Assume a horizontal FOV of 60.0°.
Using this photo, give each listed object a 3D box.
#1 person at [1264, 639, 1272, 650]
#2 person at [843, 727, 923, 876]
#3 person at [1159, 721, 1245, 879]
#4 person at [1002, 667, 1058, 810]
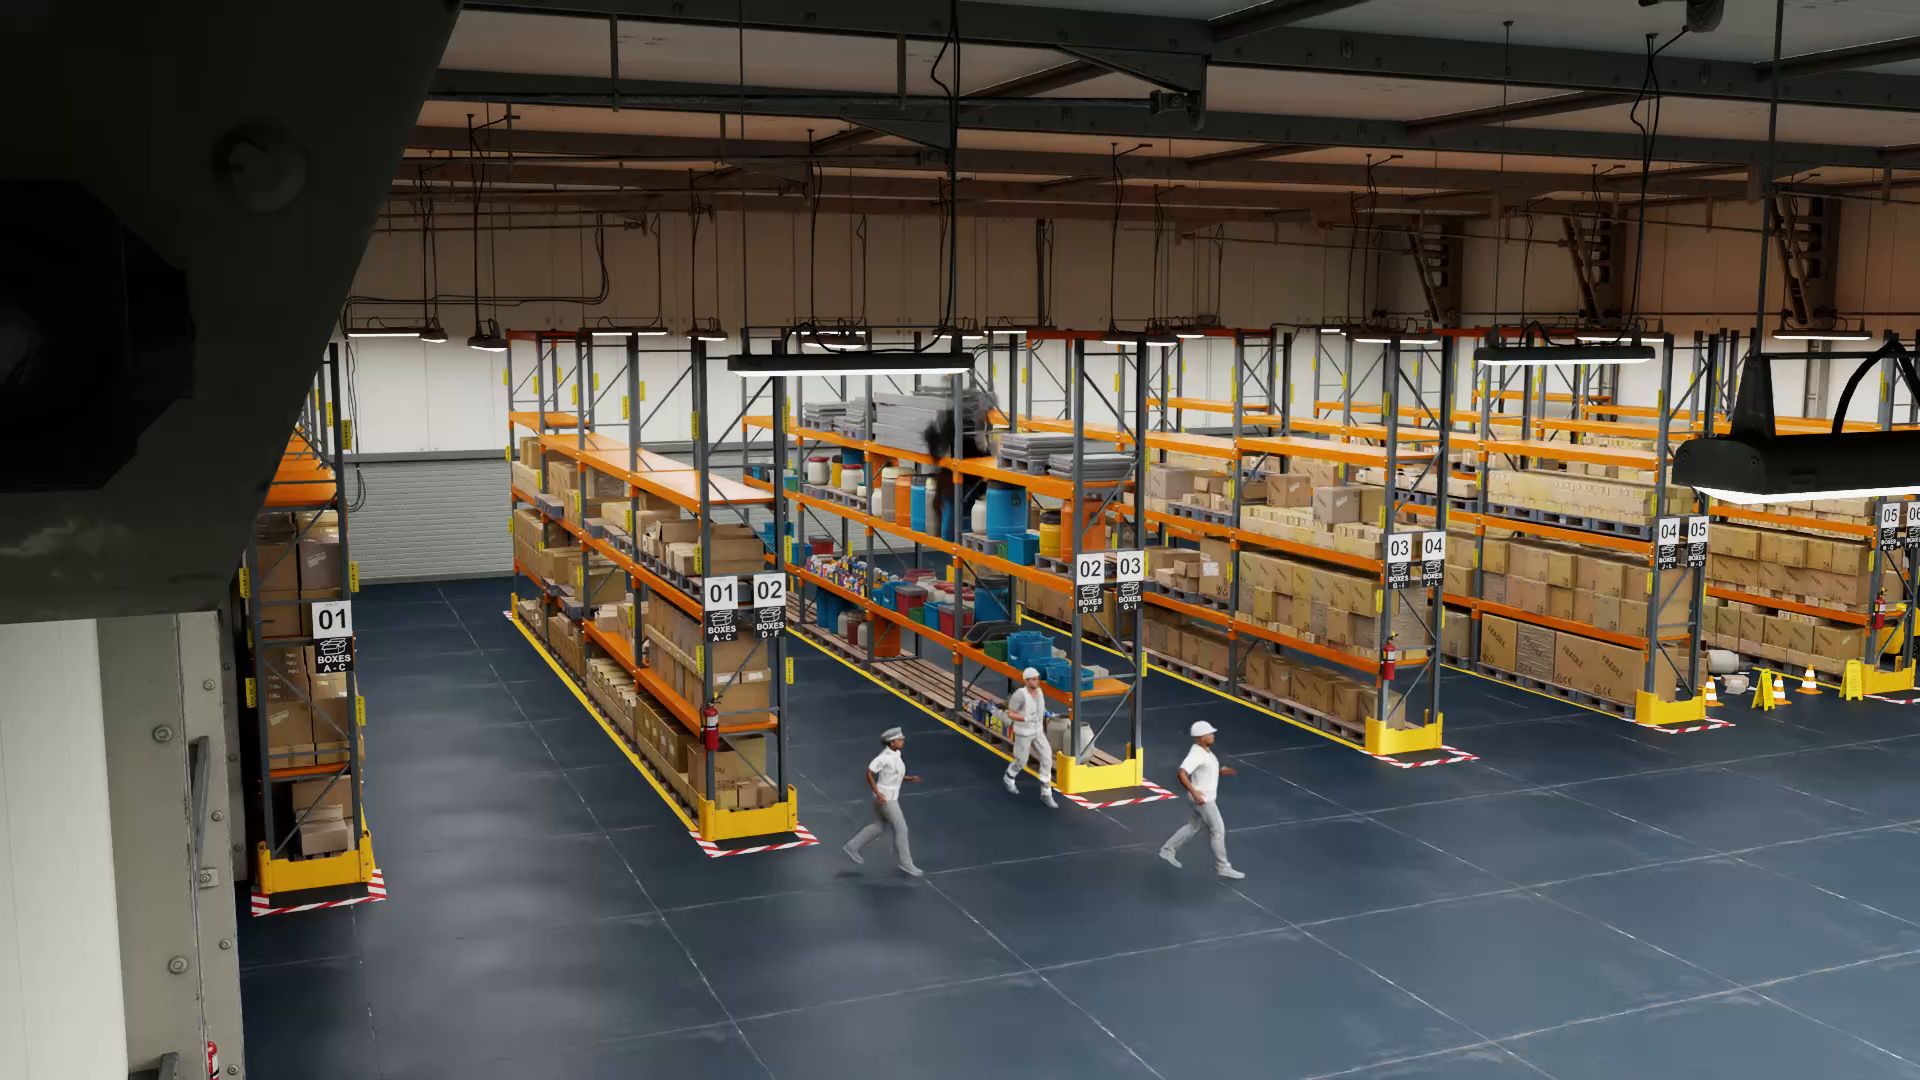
[{"bbox_3d":[5.839,1.385,30.649,0.538,1.604,0.752,-3,8,-22],"label":"person"},{"bbox_3d":[-0.867,2.948,18.879,0.913,1.707,0.534,1,8,4],"label":"person"},{"bbox_3d":[2.725,2.898,18.660,0.966,1.759,0.705,1,8,6],"label":"person"},{"bbox_3d":[0.878,2.526,21.541,0.683,1.808,0.937,-6,10,-36],"label":"person"}]
